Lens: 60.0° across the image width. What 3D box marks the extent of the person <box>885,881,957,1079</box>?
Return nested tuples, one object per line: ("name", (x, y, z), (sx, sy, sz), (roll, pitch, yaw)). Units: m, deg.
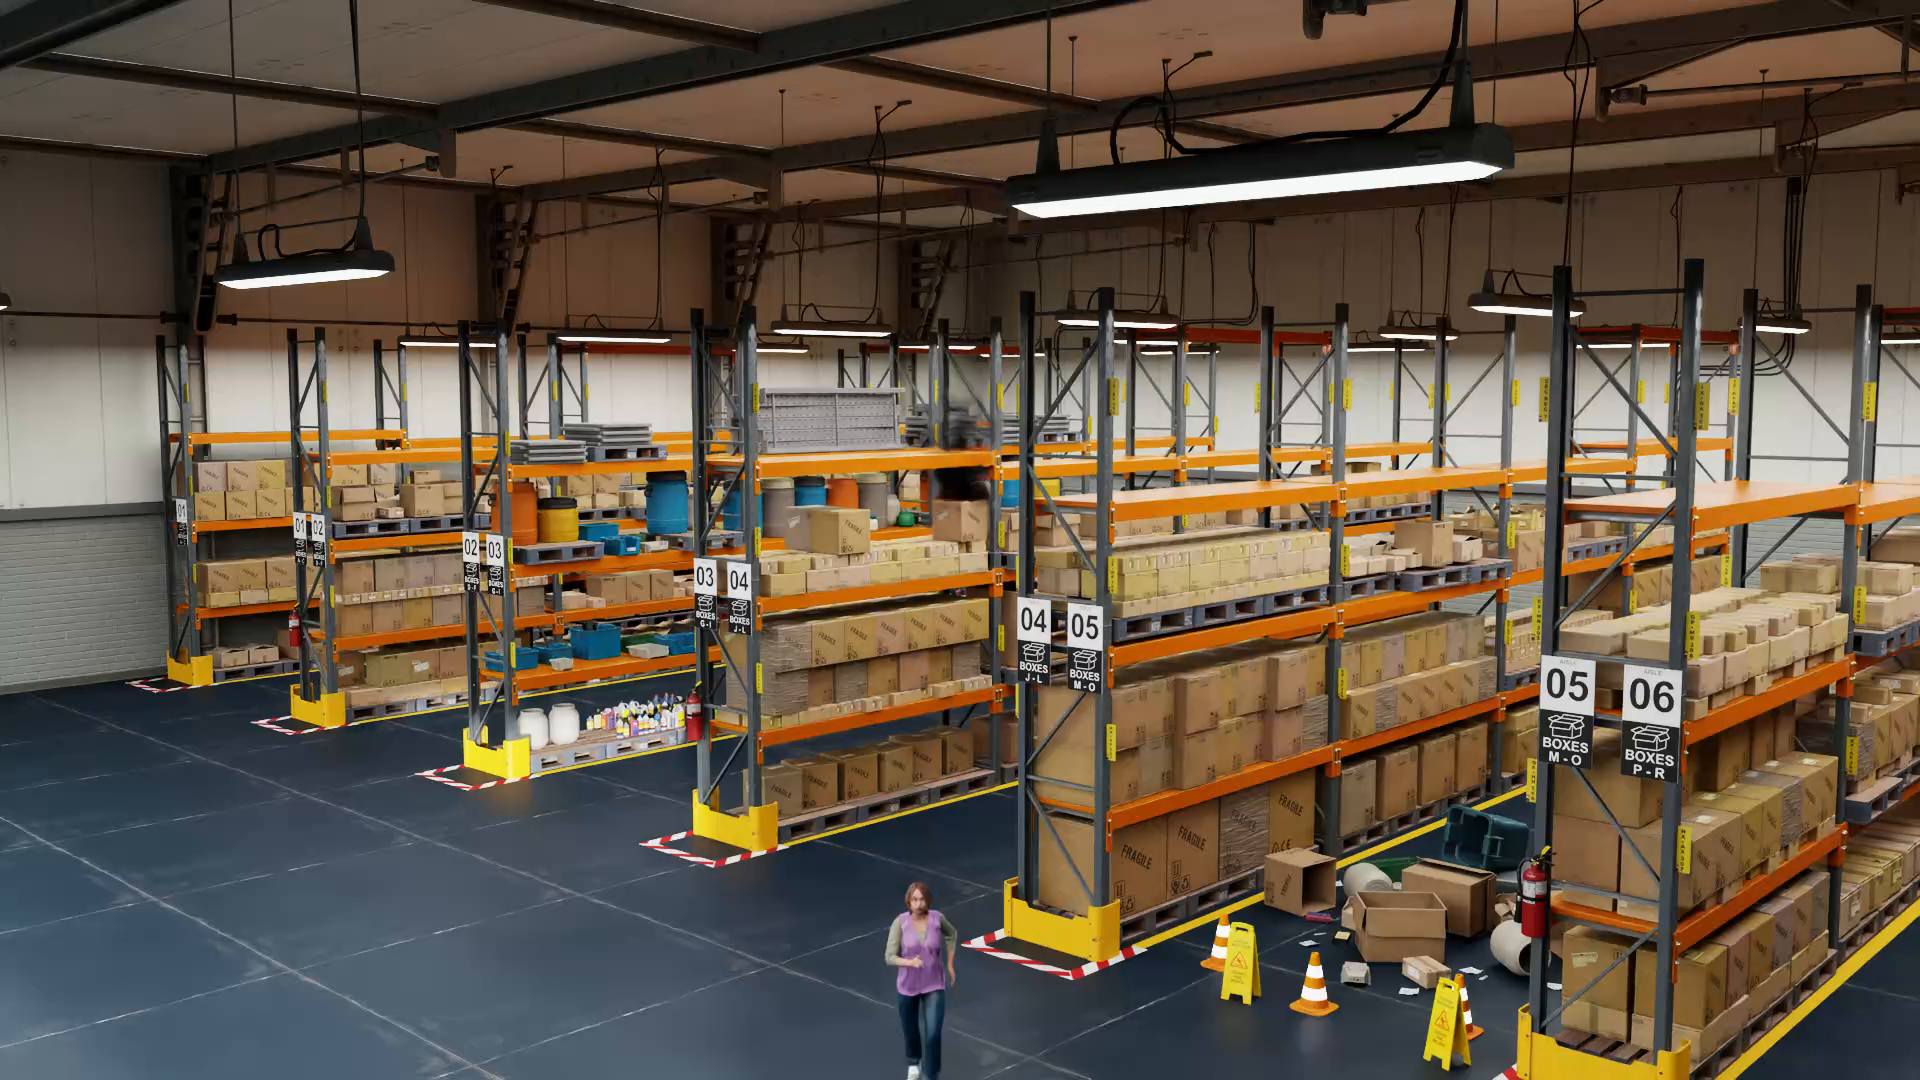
("person", (-0.277, 3.242, 11.920), (0.507, 1.638, 0.741), (0, 5, 1))
